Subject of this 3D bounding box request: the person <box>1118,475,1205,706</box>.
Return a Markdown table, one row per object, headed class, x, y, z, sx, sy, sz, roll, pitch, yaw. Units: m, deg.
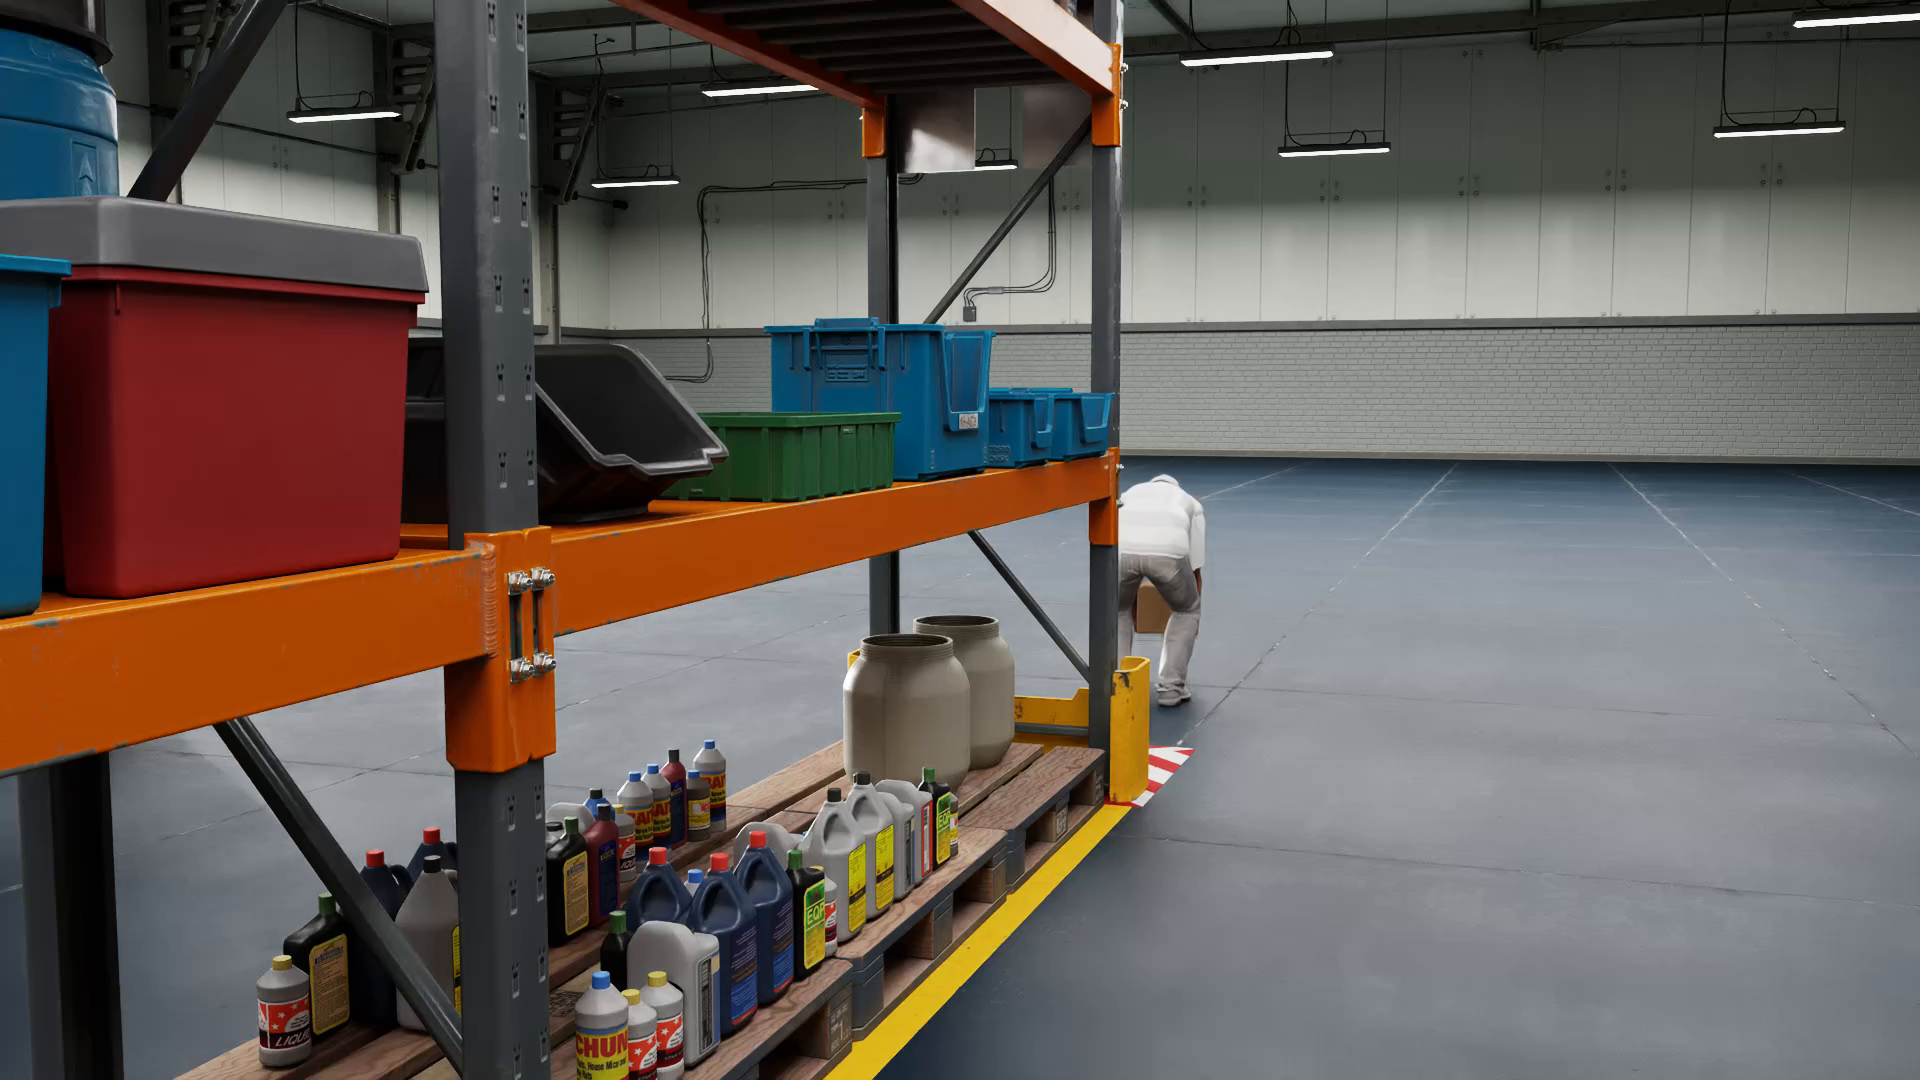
| class | x | y | z | sx | sy | sz | roll | pitch | yaw |
| --- | --- | --- | --- | --- | --- | --- | --- | --- | --- |
| person | 0.977 | 0.236 | 8.449 | 0.514 | 1.101 | 0.965 | 1 | 5 | 16 |
